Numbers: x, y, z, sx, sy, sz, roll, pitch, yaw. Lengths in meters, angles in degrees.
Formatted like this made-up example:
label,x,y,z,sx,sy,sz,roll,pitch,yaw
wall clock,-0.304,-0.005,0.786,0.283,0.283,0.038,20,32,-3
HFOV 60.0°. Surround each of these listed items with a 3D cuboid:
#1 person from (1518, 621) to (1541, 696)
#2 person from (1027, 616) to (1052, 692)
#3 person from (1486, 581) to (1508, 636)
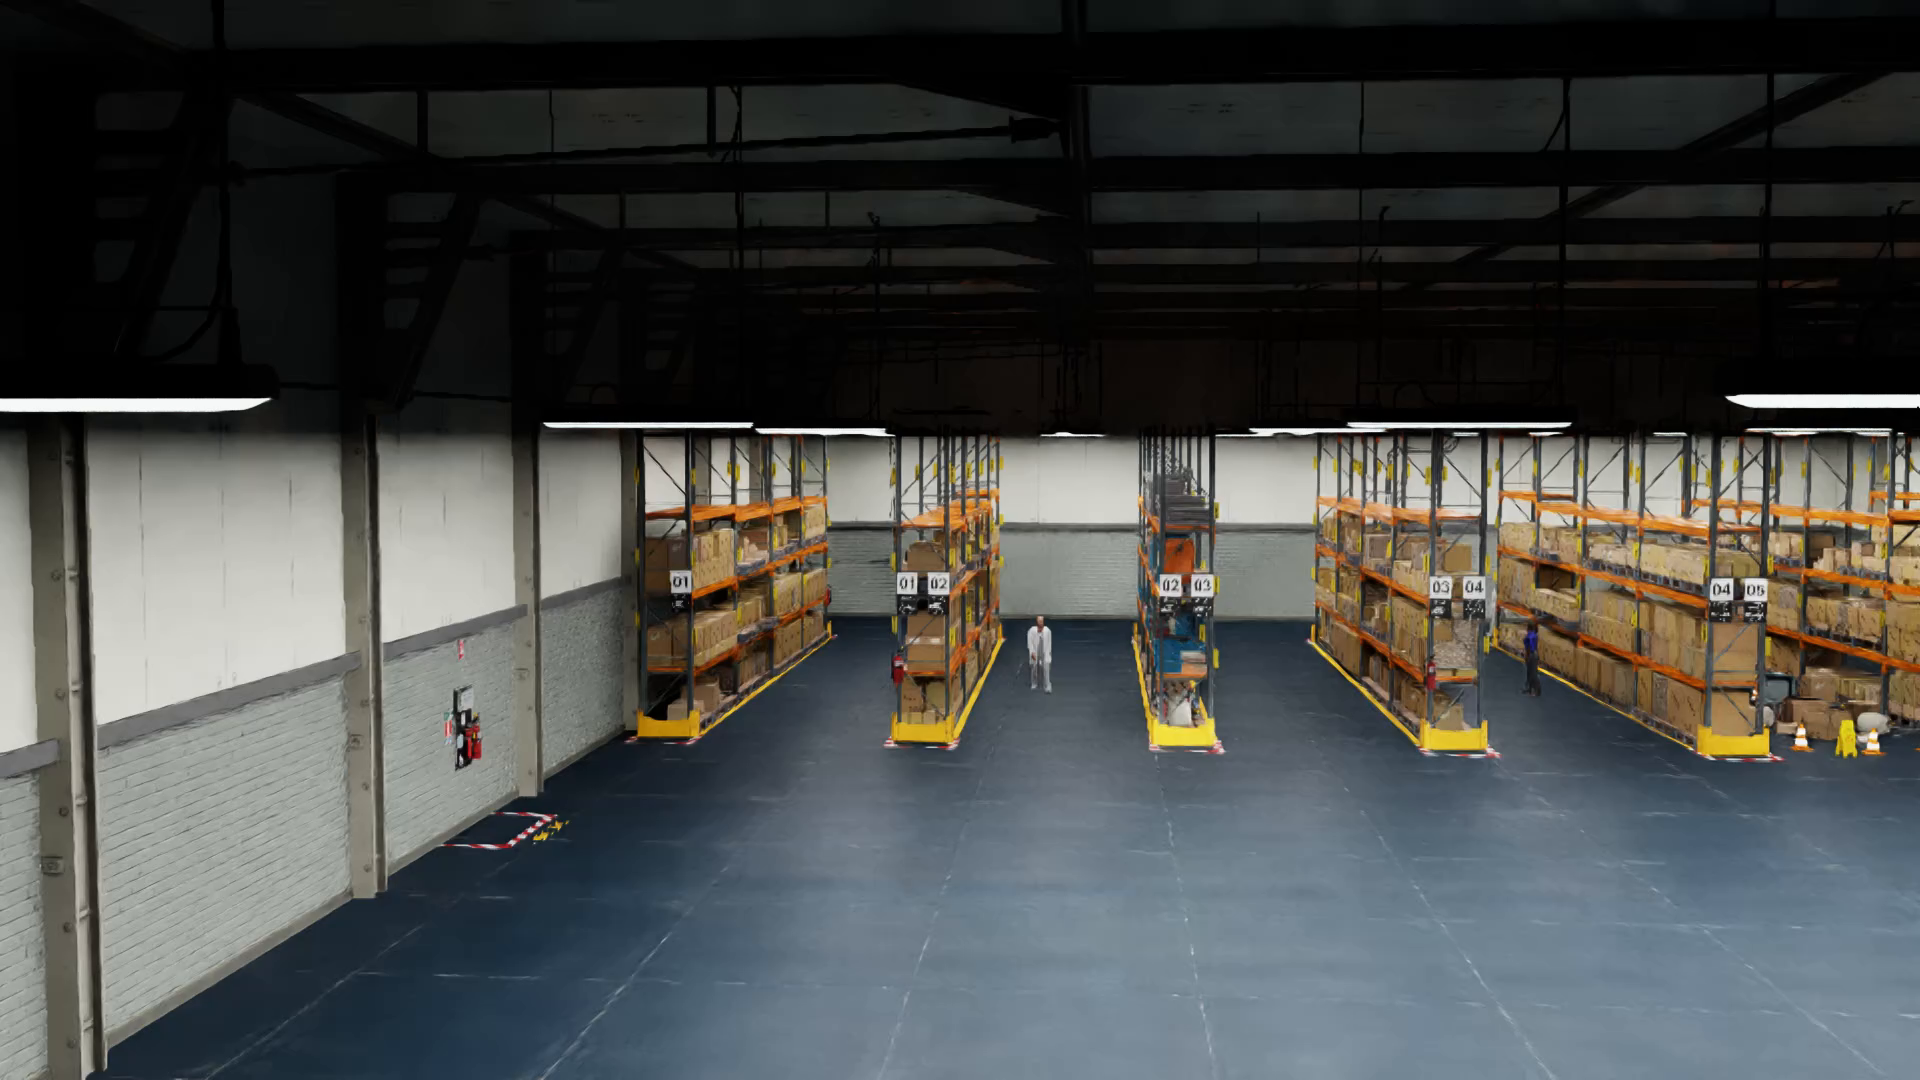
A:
label,x,y,z,sx,sy,sz,roll,pitch,yaw
person,12.728,2.624,37.121,0.561,1.651,0.588,2,4,31
person,1.796,2.562,37.574,0.577,1.716,1.104,0,3,-4
person,15.674,1.957,48.342,0.523,1.614,0.912,2,4,33
